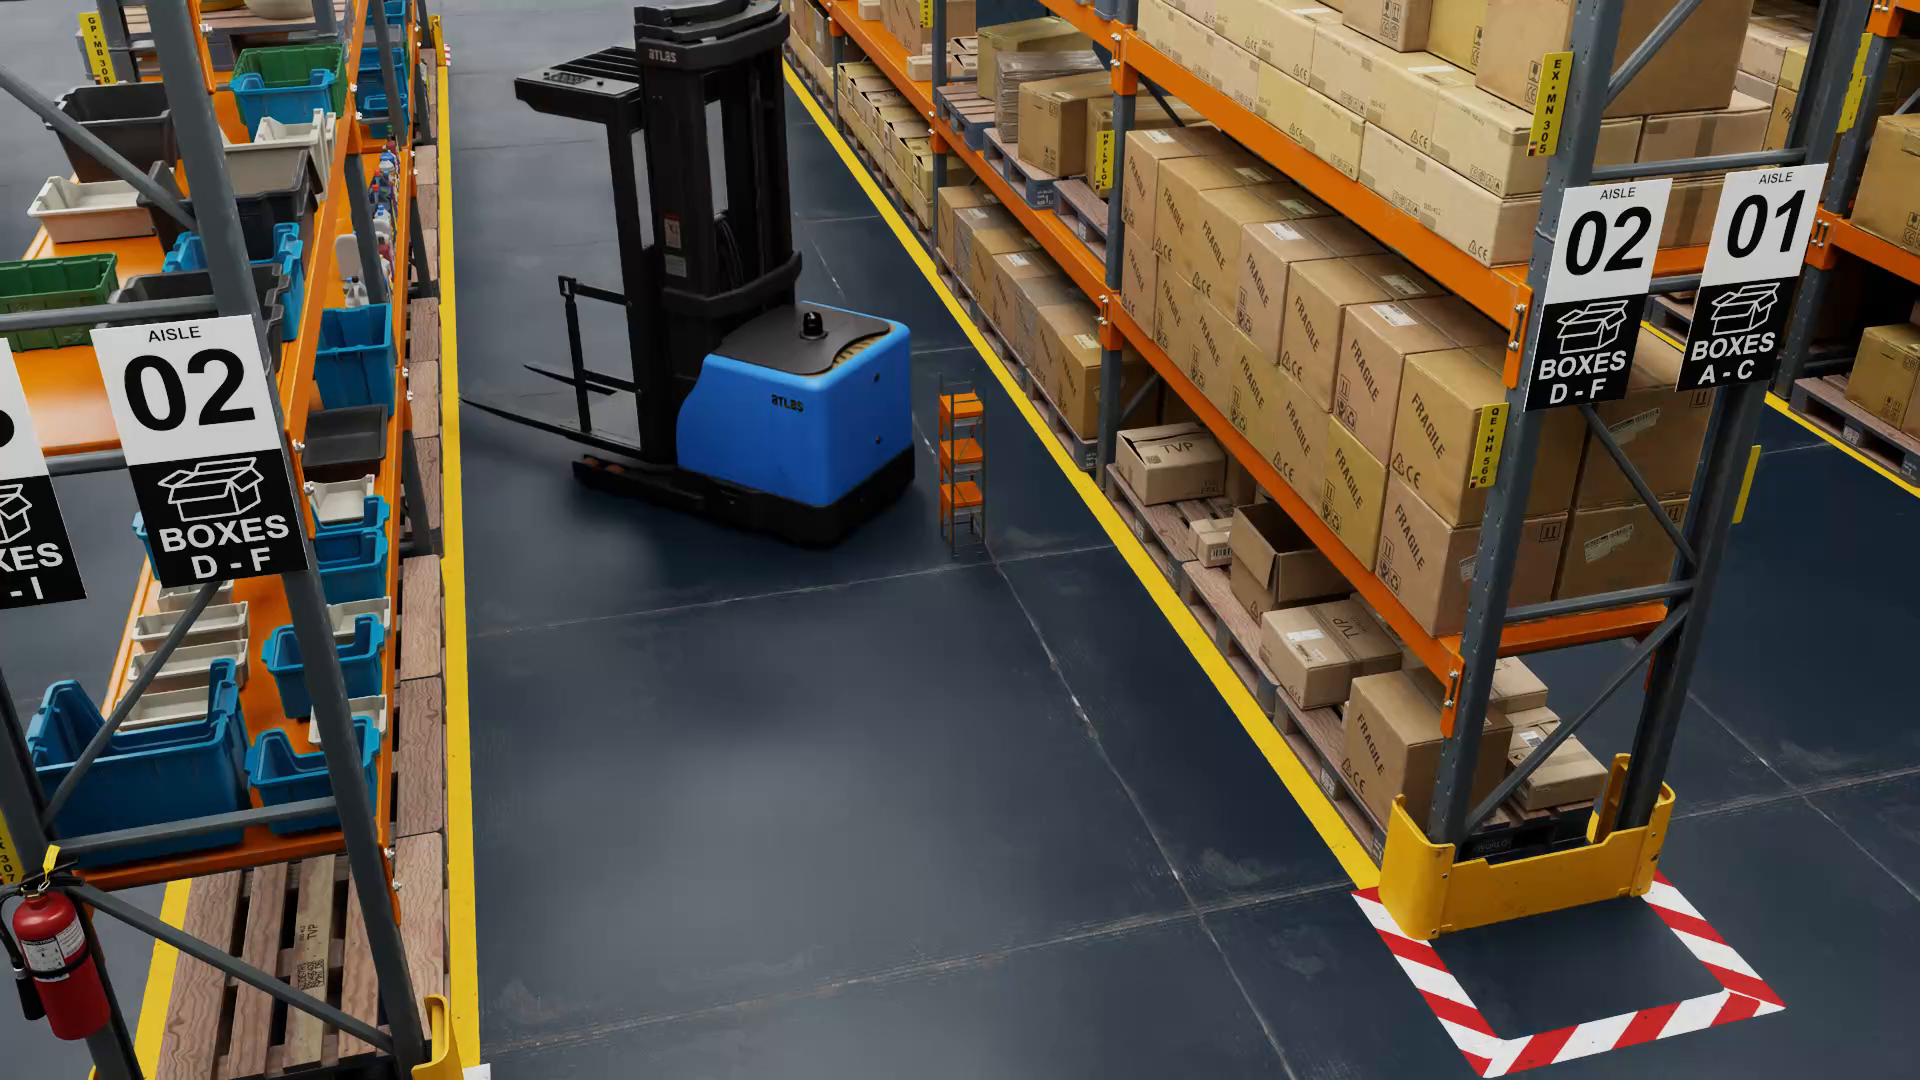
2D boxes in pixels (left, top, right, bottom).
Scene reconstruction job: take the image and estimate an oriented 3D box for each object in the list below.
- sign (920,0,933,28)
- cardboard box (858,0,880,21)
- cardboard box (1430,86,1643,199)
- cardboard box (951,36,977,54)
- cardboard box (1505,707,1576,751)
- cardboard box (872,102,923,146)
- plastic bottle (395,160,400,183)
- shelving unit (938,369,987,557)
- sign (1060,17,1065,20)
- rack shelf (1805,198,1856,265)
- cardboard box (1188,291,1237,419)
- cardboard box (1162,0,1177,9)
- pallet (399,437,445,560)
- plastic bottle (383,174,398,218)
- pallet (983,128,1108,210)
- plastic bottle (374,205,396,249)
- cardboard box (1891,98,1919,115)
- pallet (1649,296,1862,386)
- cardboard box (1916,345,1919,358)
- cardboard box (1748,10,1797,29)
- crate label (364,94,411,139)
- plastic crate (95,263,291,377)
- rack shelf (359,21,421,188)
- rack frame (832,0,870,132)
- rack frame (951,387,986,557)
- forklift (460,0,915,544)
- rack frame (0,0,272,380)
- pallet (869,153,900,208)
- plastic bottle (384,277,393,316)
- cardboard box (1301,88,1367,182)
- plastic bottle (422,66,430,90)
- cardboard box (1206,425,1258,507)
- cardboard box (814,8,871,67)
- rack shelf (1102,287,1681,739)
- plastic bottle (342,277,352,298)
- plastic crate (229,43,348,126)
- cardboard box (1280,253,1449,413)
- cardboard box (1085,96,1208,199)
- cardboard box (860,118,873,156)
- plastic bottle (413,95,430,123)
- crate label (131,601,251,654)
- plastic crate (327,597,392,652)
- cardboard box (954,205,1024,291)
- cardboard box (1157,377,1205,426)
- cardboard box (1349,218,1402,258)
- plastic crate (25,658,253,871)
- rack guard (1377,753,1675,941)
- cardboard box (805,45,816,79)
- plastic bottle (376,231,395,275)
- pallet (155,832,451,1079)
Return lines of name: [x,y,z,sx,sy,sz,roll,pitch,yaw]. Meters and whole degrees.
sign: [-0.255,-4.046,12.590,0.100,0.325,0.005,-8,31,-13]
cardboard box: [-0.744,-4.988,15.624,0.380,0.149,0.250,-8,31,-13]
cardboard box: [2.021,-1.420,5.866,0.500,0.250,0.500,-8,31,-13]
cardboard box: [0.229,-4.039,13.823,0.500,0.311,0.500,-8,31,-14]
cardboard box: [2.557,0.911,7.571,0.380,0.166,0.250,-8,31,-13]
cardboard box: [-0.504,-3.811,15.106,0.500,0.311,0.500,-7,31,-12]
plastic bottle: [-3.879,-2.522,11.311,0.097,0.201,0.097,0,30,0]
shelving unit: [0.014,-0.429,9.442,0.215,1.050,0.252,-8,31,-13]
sign: [0.800,-4.164,12.872,0.100,0.325,0.005,-8,31,-13]
rack shelf: [5.585,-3.003,12.662,1.077,0.370,4.000,-8,31,-13]
cardboard box: [1.483,-0.960,8.315,0.500,0.500,0.500,-8,31,-14]
cardboard box: [1.231,-2.870,8.370,0.500,0.250,0.500,-8,31,-13]
pallet: [-3.600,-0.203,9.889,1.003,0.211,1.213,-8,31,-13]
plastic bottle: [-3.675,-2.222,10.711,0.061,0.283,0.133,-8,31,-13]
pallet: [0.800,-2.598,11.436,1.003,0.211,1.213,-8,31,-13]
plastic bottle: [-3.529,-1.916,10.194,0.097,0.271,0.097,0,30,0]
cardboard box: [6.237,-2.785,11.150,0.500,0.500,0.500,-9,31,-15]
pallet: [5.839,-1.504,12.138,1.003,0.211,1.213,-8,31,-13]
cardboard box: [6.131,-1.165,10.197,0.380,0.149,0.250,-7,31,-12]
cardboard box: [5.484,-3.540,11.706,0.500,0.250,0.500,-7,31,-12]
crate label: [-4.248,-3.144,12.355,0.303,0.233,0.416,-8,31,-13]
plastic crate: [-2.207,-0.564,4.866,0.497,0.269,0.590,-8,31,-13]
rack shelf: [-5.028,-3.618,13.724,1.077,0.370,4.000,-8,31,-13]
rack frame: [-0.782,-5.552,16.348,1.000,3.000,0.127,-8,31,-13]
rack frame: [0.047,-0.370,9.341,0.200,1.050,0.008,-8,31,-13]
forklift: [-1.812,-1.775,9.890,3.031,2.935,1.130,16,34,26]
rack frame: [-2.374,-1.696,3.697,1.000,3.000,0.127,-8,31,-13]
pallet: [-0.222,-3.404,15.421,1.003,0.211,1.213,-8,31,-13]
plastic bottle: [-3.231,-1.374,9.258,0.097,0.271,0.097,0,30,0]
cardboard box: [1.745,-1.685,6.823,0.500,0.250,0.500,-8,31,-13]
plastic bottle: [-5.633,-4.818,17.359,0.152,0.276,0.135,-9,31,-15]
cardboard box: [1.766,-0.559,9.778,0.500,0.500,0.500,-8,31,-13]
cardboard box: [-1.238,-5.306,17.500,0.500,0.500,0.500,-8,31,-13]
rack shelf: [1.872,-0.411,8.184,1.077,0.370,4.000,-8,31,-13]
plastic bottle: [-3.404,-1.371,9.322,0.097,0.201,0.097,0,30,0]
plastic crate: [-3.032,-2.073,7.555,0.450,0.188,0.662,-8,31,-13]
cardboard box: [1.742,-0.904,7.220,0.500,0.500,0.500,-7,31,-12]
cardboard box: [1.187,-2.495,10.548,0.700,0.500,0.500,-3,30,-5]
cardboard box: [-0.640,-3.819,15.679,0.500,0.250,0.500,-9,31,-15]
plastic bottle: [-5.333,-4.271,16.415,0.152,0.276,0.135,-7,31,-11]
crate label: [-2.925,0.346,6.362,0.396,0.136,0.243,-8,31,-13]
plastic crate: [-2.307,0.332,6.385,0.250,0.136,0.298,-8,31,-13]
cardboard box: [0.269,-2.219,12.645,0.500,0.500,0.500,-9,31,-15]
cardboard box: [1.448,-1.063,10.648,0.500,0.500,0.500,-9,31,-16]
cardboard box: [2.129,-1.221,7.767,0.500,0.500,0.500,-8,31,-14]
plastic crate: [-2.643,0.722,5.412,0.616,0.435,0.499,-8,31,-13]
rack guard: [2.383,1.289,7.024,1.175,0.500,0.348,-8,31,-13]
cardboard box: [-1.386,-5.221,18.101,0.500,0.250,0.500,-8,31,-13]
plastic bottle: [-3.437,-1.699,9.815,0.152,0.276,0.135,-8,31,-13]
pallet: [-2.555,1.704,6.595,1.003,0.211,1.213,-8,31,-13]
